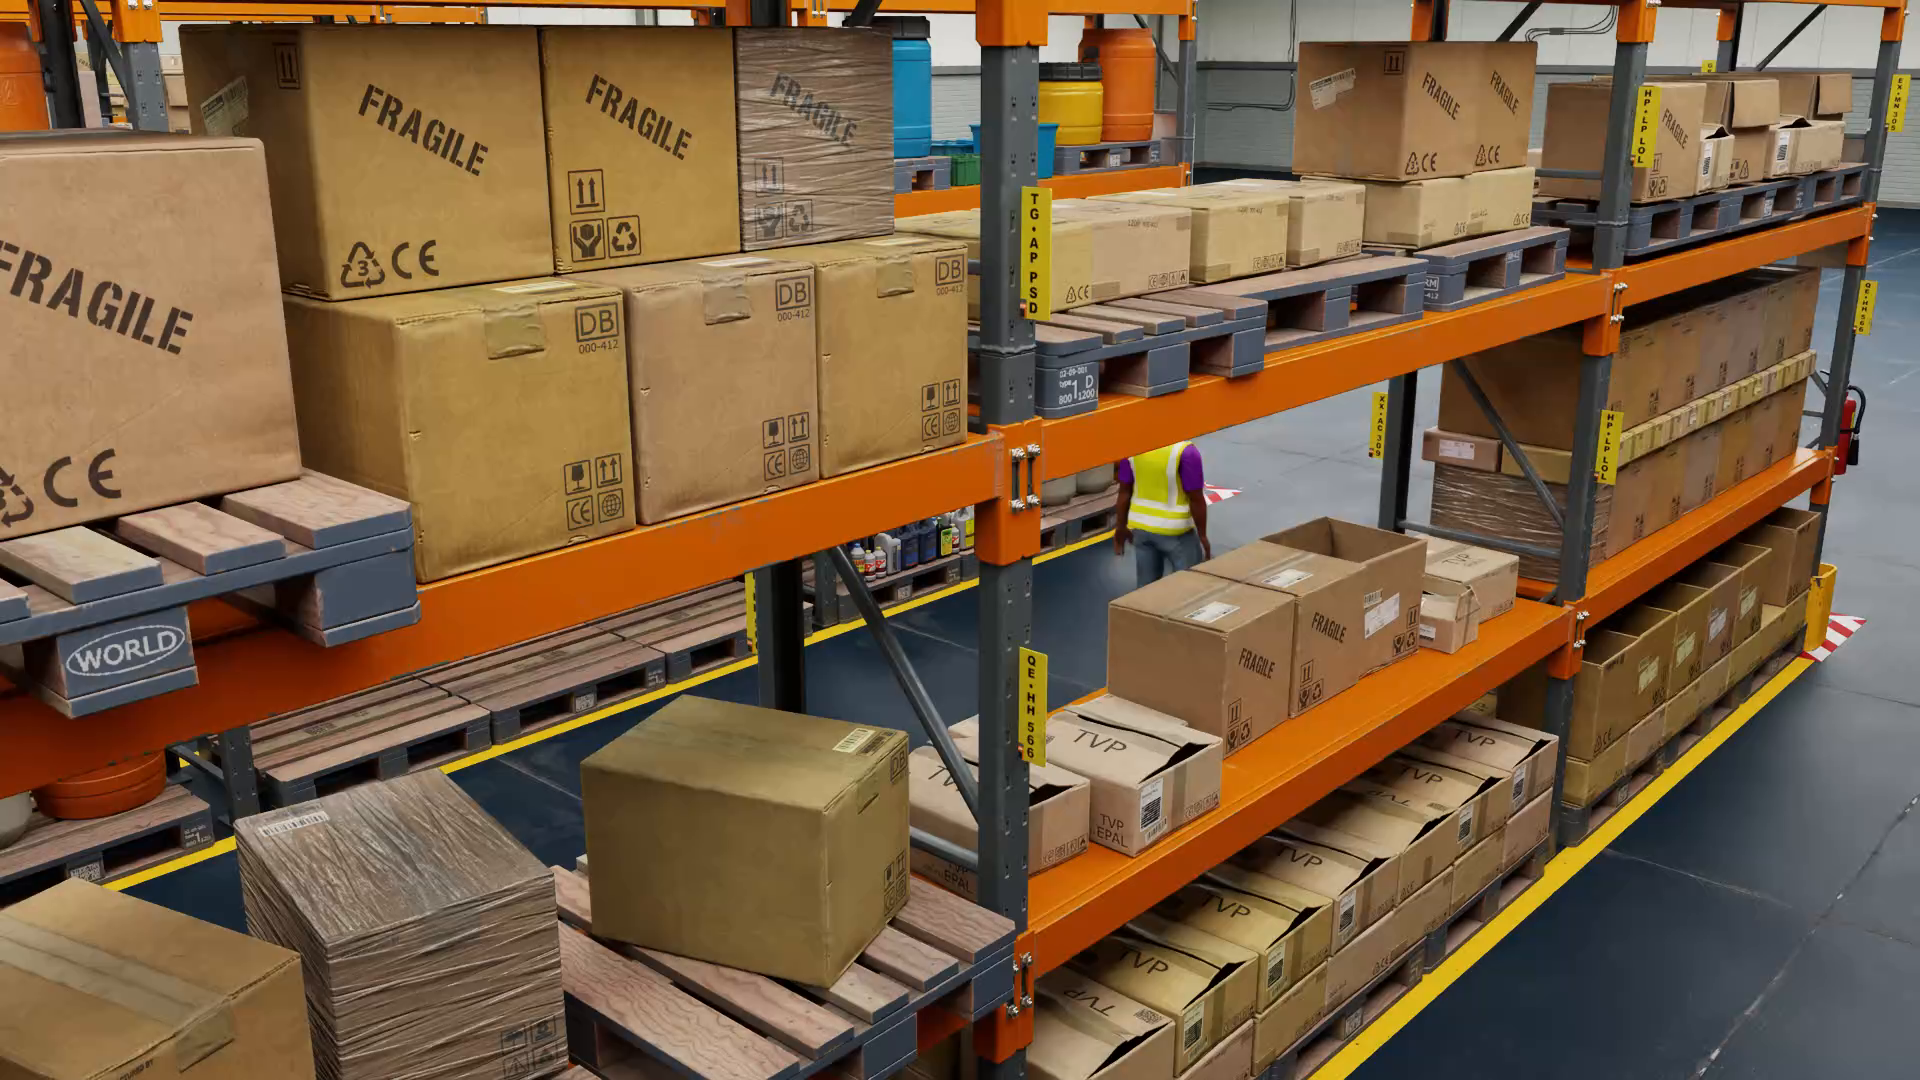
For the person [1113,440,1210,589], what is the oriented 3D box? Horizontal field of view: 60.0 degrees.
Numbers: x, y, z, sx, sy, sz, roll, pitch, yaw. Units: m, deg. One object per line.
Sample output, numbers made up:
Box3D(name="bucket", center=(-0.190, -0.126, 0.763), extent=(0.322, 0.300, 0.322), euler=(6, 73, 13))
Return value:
Box3D(name="person", center=(1.251, -0.044, 10.094), extent=(0.717, 1.757, 0.523), euler=(13, 21, 36))
